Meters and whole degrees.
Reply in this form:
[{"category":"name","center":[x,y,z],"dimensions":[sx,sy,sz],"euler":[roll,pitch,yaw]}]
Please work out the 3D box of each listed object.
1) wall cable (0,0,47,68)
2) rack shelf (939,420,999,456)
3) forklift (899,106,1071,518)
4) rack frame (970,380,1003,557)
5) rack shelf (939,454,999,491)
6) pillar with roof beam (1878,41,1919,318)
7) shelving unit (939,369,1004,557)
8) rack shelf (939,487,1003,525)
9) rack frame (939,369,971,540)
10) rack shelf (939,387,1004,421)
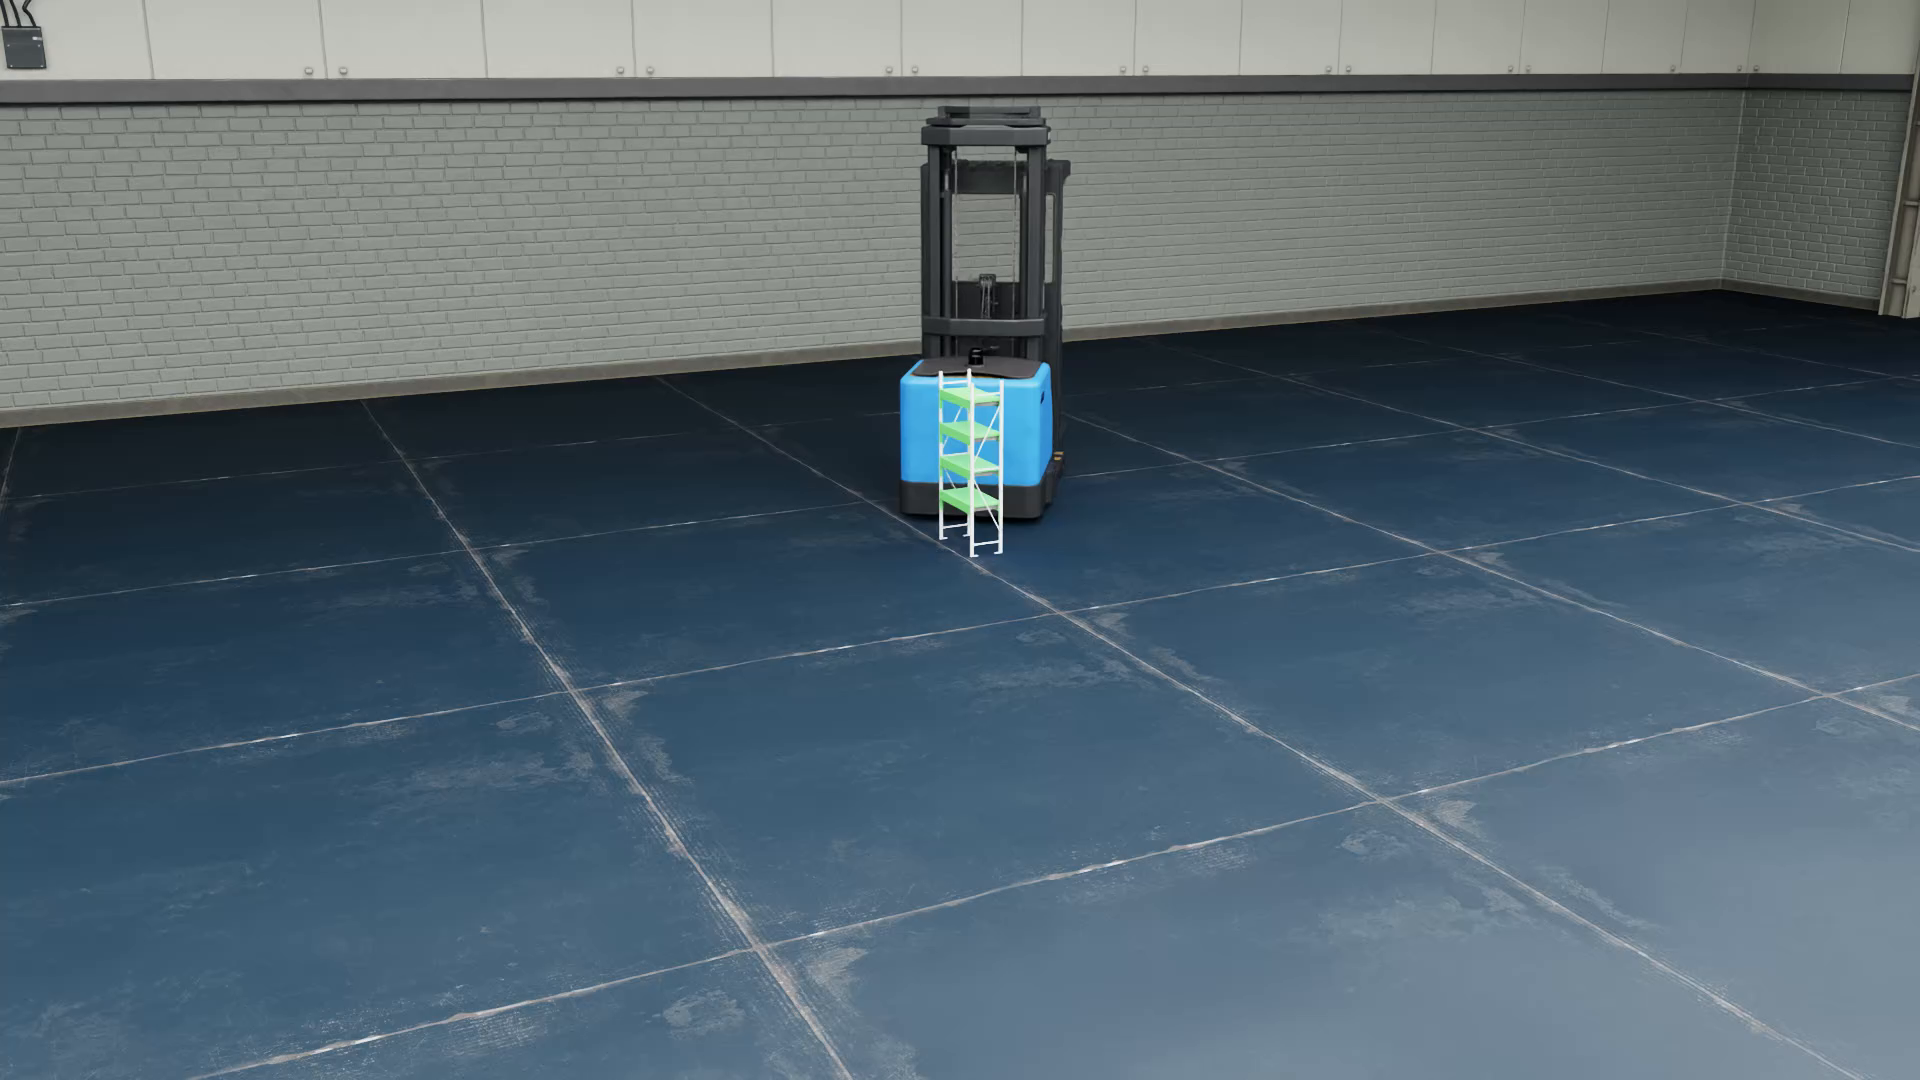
[{"category":"wall cable","center":[-7.350,-7.182,14.298],"dimensions":[2.305,6.003,0.169],"euler":[-8,18,-25]},{"category":"rack shelf","center":[0.073,-0.705,11.394],"dimensions":[0.258,0.148,0.480],"euler":[-8,18,-25]},{"category":"forklift","center":[0.279,-1.926,13.150],"dimensions":[1.130,2.935,3.031],"euler":[2,16,8]},{"category":"rack frame","center":[0.179,-0.475,11.231],"dimensions":[0.240,1.200,0.015],"euler":[-8,18,-25]},{"category":"rack shelf","center":[0.073,-0.474,11.460],"dimensions":[0.258,0.148,0.480],"euler":[-8,18,-25]},{"category":"pillar with roof beam","center":[8.657,-6.800,19.133],"dimensions":[9.100,9.000,0.400],"euler":[-8,18,-25]},{"category":"shelving unit","center":[0.073,-0.536,11.442],"dimensions":[0.258,1.200,0.503],"euler":[-8,18,-25]},{"category":"rack shelf","center":[0.073,-0.244,11.526],"dimensions":[0.258,0.148,0.480],"euler":[-8,18,-25]},{"category":"rack frame","center":[-0.034,-0.596,11.653],"dimensions":[0.240,1.200,0.015],"euler":[-8,18,-25]},{"category":"rack shelf","center":[0.073,-0.936,11.327],"dimensions":[0.258,0.148,0.480],"euler":[-8,18,-25]}]
